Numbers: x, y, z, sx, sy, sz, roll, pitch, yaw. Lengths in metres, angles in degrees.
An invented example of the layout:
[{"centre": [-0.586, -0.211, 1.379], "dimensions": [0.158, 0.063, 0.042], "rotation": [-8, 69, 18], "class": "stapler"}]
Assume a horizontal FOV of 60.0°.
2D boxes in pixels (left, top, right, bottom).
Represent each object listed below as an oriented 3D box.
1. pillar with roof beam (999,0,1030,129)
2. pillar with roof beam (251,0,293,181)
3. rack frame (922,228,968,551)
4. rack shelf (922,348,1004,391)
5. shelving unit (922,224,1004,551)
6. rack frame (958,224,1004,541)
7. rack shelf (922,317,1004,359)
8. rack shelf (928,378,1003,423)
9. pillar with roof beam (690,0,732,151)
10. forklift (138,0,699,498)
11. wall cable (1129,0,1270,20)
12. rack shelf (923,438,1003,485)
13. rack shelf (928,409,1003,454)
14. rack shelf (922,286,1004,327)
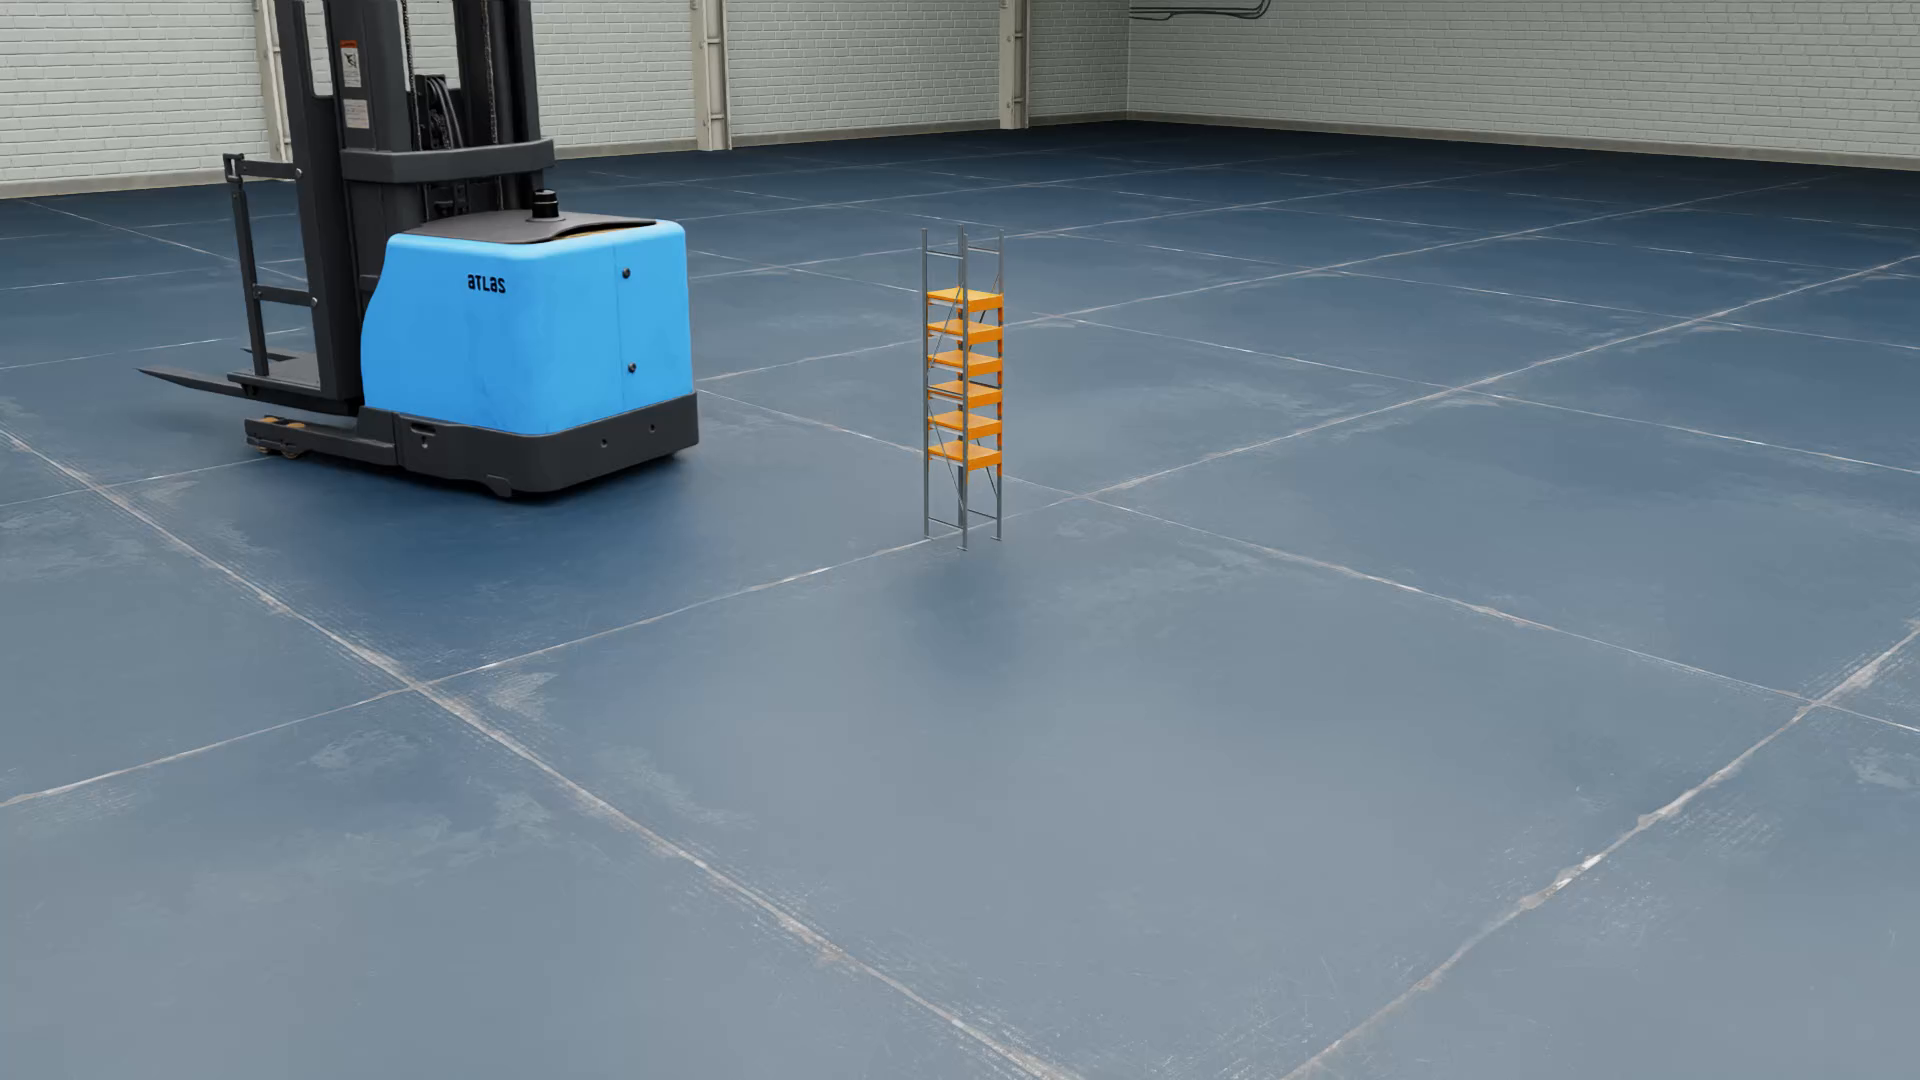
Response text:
[{"centre": [3.844, -10.112, 23.081], "dimensions": [0.400, 9.000, 9.100], "rotation": [-16, 24, -41], "class": "pillar with roof beam"}, {"centre": [-4.876, -7.569, 15.238], "dimensions": [0.400, 9.000, 9.100], "rotation": [-16, 24, -41], "class": "pillar with roof beam"}, {"centre": [-0.056, -0.554, 6.249], "dimensions": [0.006, 1.200, 0.240], "rotation": [-16, 24, -41], "class": "rack frame"}, {"centre": [0.011, -0.646, 6.286], "dimensions": [0.180, 0.103, 0.258], "rotation": [-16, 24, -41], "class": "rack shelf"}, {"centre": [0.011, -0.574, 6.309], "dimensions": [0.189, 1.200, 0.258], "rotation": [-16, 24, -41], "class": "shelving unit"}, {"centre": [0.077, -0.593, 6.369], "dimensions": [0.006, 1.200, 0.240], "rotation": [-16, 24, -41], "class": "rack frame"}, {"centre": [0.011, -0.760, 6.249], "dimensions": [0.180, 0.103, 0.258], "rotation": [-16, 24, -41], "class": "rack shelf"}, {"centre": [0.011, -0.532, 6.323], "dimensions": [0.180, 0.103, 0.258], "rotation": [-16, 24, -41], "class": "rack shelf"}, {"centre": [-0.516, -8.840, 19.160], "dimensions": [0.400, 9.000, 9.100], "rotation": [-16, 24, -41], "class": "pillar with roof beam"}, {"centre": [-2.720, -1.893, 7.570], "dimensions": [3.031, 2.935, 1.130], "rotation": [11, 21, 30], "class": "forklift"}, {"centre": [3.935, -9.927, 27.547], "dimensions": [0.112, 2.526, 3.097], "rotation": [-16, 24, -41], "class": "wall cable"}, {"centre": [0.011, -0.303, 6.397], "dimensions": [0.180, 0.103, 0.258], "rotation": [-16, 24, -41], "class": "rack shelf"}, {"centre": [0.011, -0.417, 6.360], "dimensions": [0.180, 0.103, 0.258], "rotation": [-16, 24, -41], "class": "rack shelf"}, {"centre": [0.011, -0.874, 6.212], "dimensions": [0.180, 0.103, 0.258], "rotation": [-16, 24, -41], "class": "rack shelf"}]
